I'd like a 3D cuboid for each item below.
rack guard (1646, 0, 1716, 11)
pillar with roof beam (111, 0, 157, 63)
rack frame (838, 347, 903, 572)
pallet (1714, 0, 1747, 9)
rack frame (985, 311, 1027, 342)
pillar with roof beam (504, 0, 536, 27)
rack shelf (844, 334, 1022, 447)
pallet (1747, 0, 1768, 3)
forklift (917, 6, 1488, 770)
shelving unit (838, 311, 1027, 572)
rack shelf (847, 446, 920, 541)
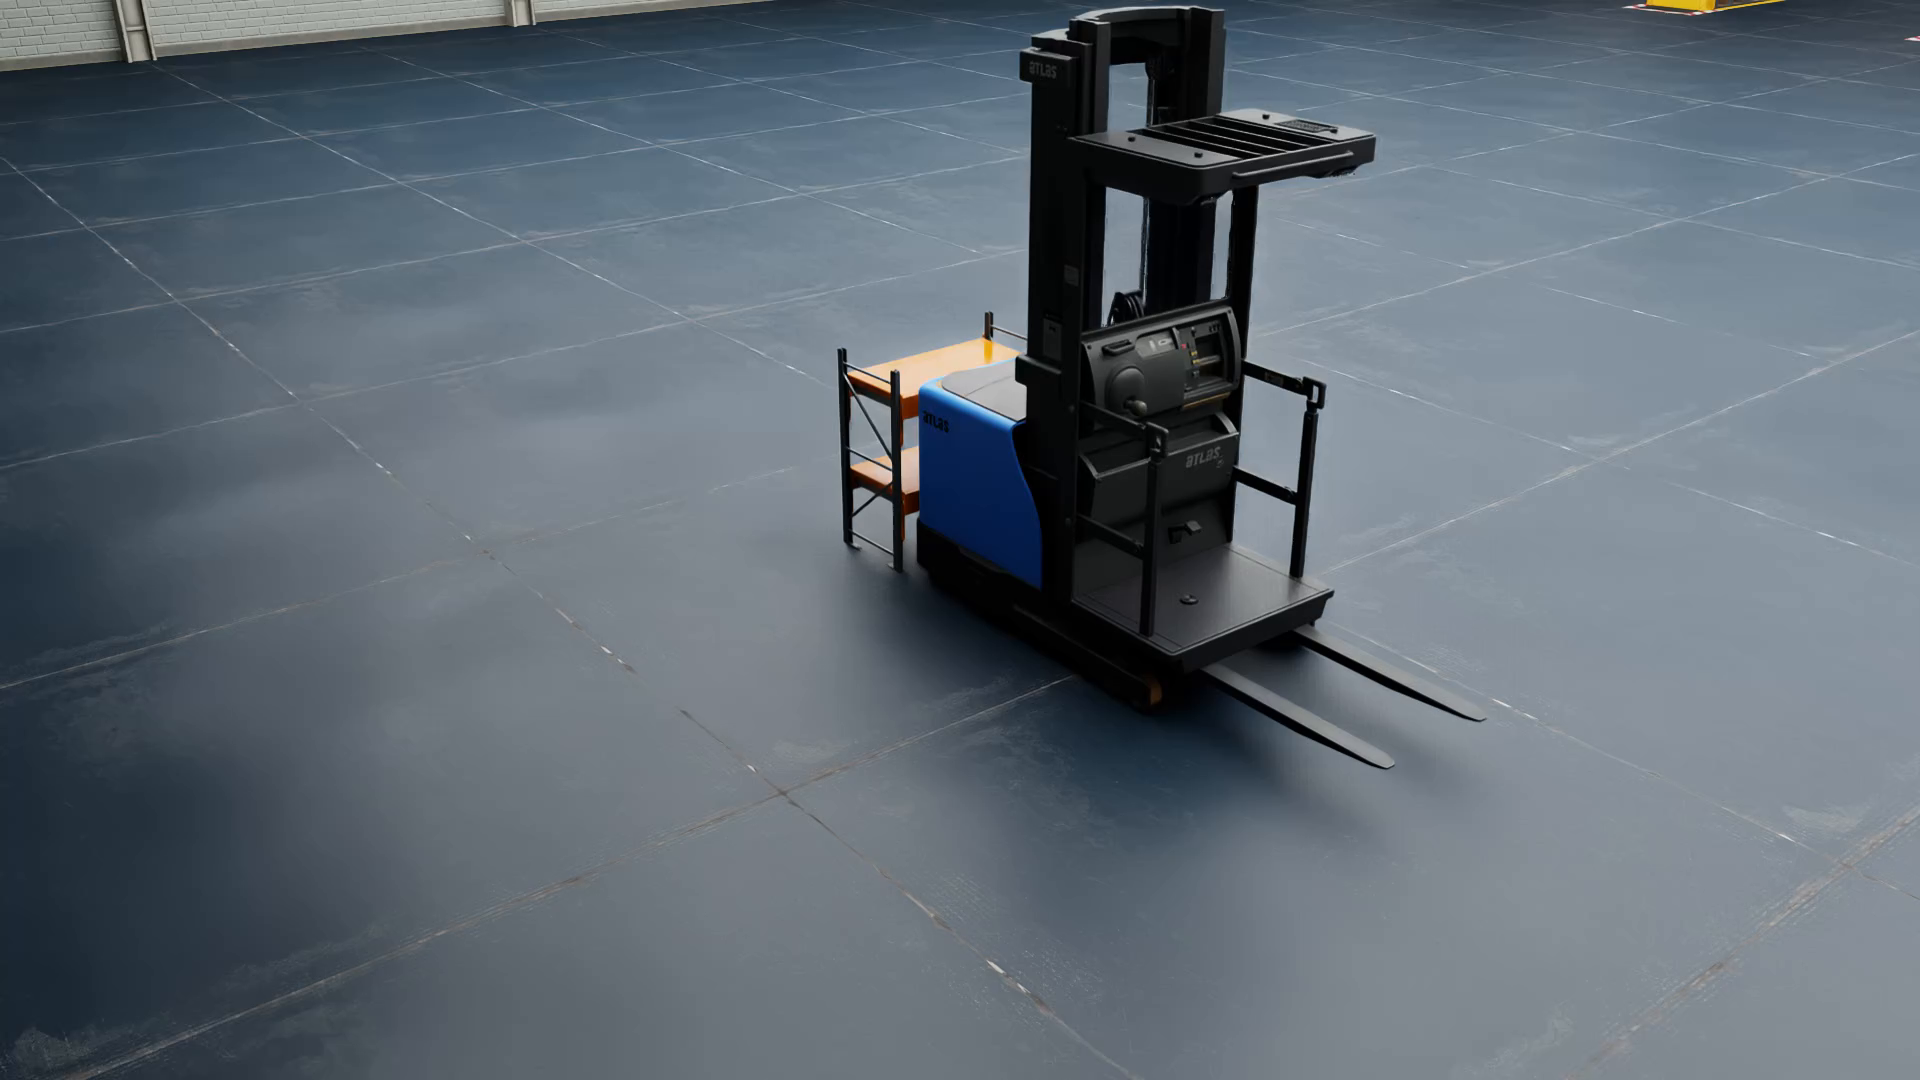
[{"bbox_3d":[12.944,-9.813,29.800,0.348,0.500,1.175,-18,31,-34],"label":"rack guard"},{"bbox_3d":[-9.412,-9.723,19.510,0.400,9.000,9.100,-18,31,-34],"label":"pillar with roof beam"},{"bbox_3d":[-0.475,-0.423,8.825,0.032,1.125,0.500,-19,31,-35],"label":"rack frame"},{"bbox_3d":[13.587,-9.891,30.312,1.213,0.211,1.003,-18,31,-34],"label":"pallet"},{"bbox_3d":[0.309,-0.696,9.412,0.032,1.125,0.500,-19,31,-35],"label":"rack frame"},{"bbox_3d":[-4.691,-11.281,22.868,0.400,9.000,9.100,-18,31,-34],"label":"pillar with roof beam"},{"bbox_3d":[-0.083,-0.825,8.995,1.000,0.278,0.538,-19,31,-35],"label":"rack shelf"},{"bbox_3d":[14.546,-10.206,30.991,1.213,0.211,1.003,-18,31,-34],"label":"pallet"},{"bbox_3d":[1.067,-0.792,7.474,1.130,2.935,3.031,-18,30,-34],"label":"forklift"},{"bbox_3d":[-0.083,-0.559,9.119,1.048,1.125,0.538,-19,31,-35],"label":"shelving unit"},{"bbox_3d":[-0.083,-0.337,9.221,1.000,0.278,0.538,-19,31,-35],"label":"rack shelf"}]
